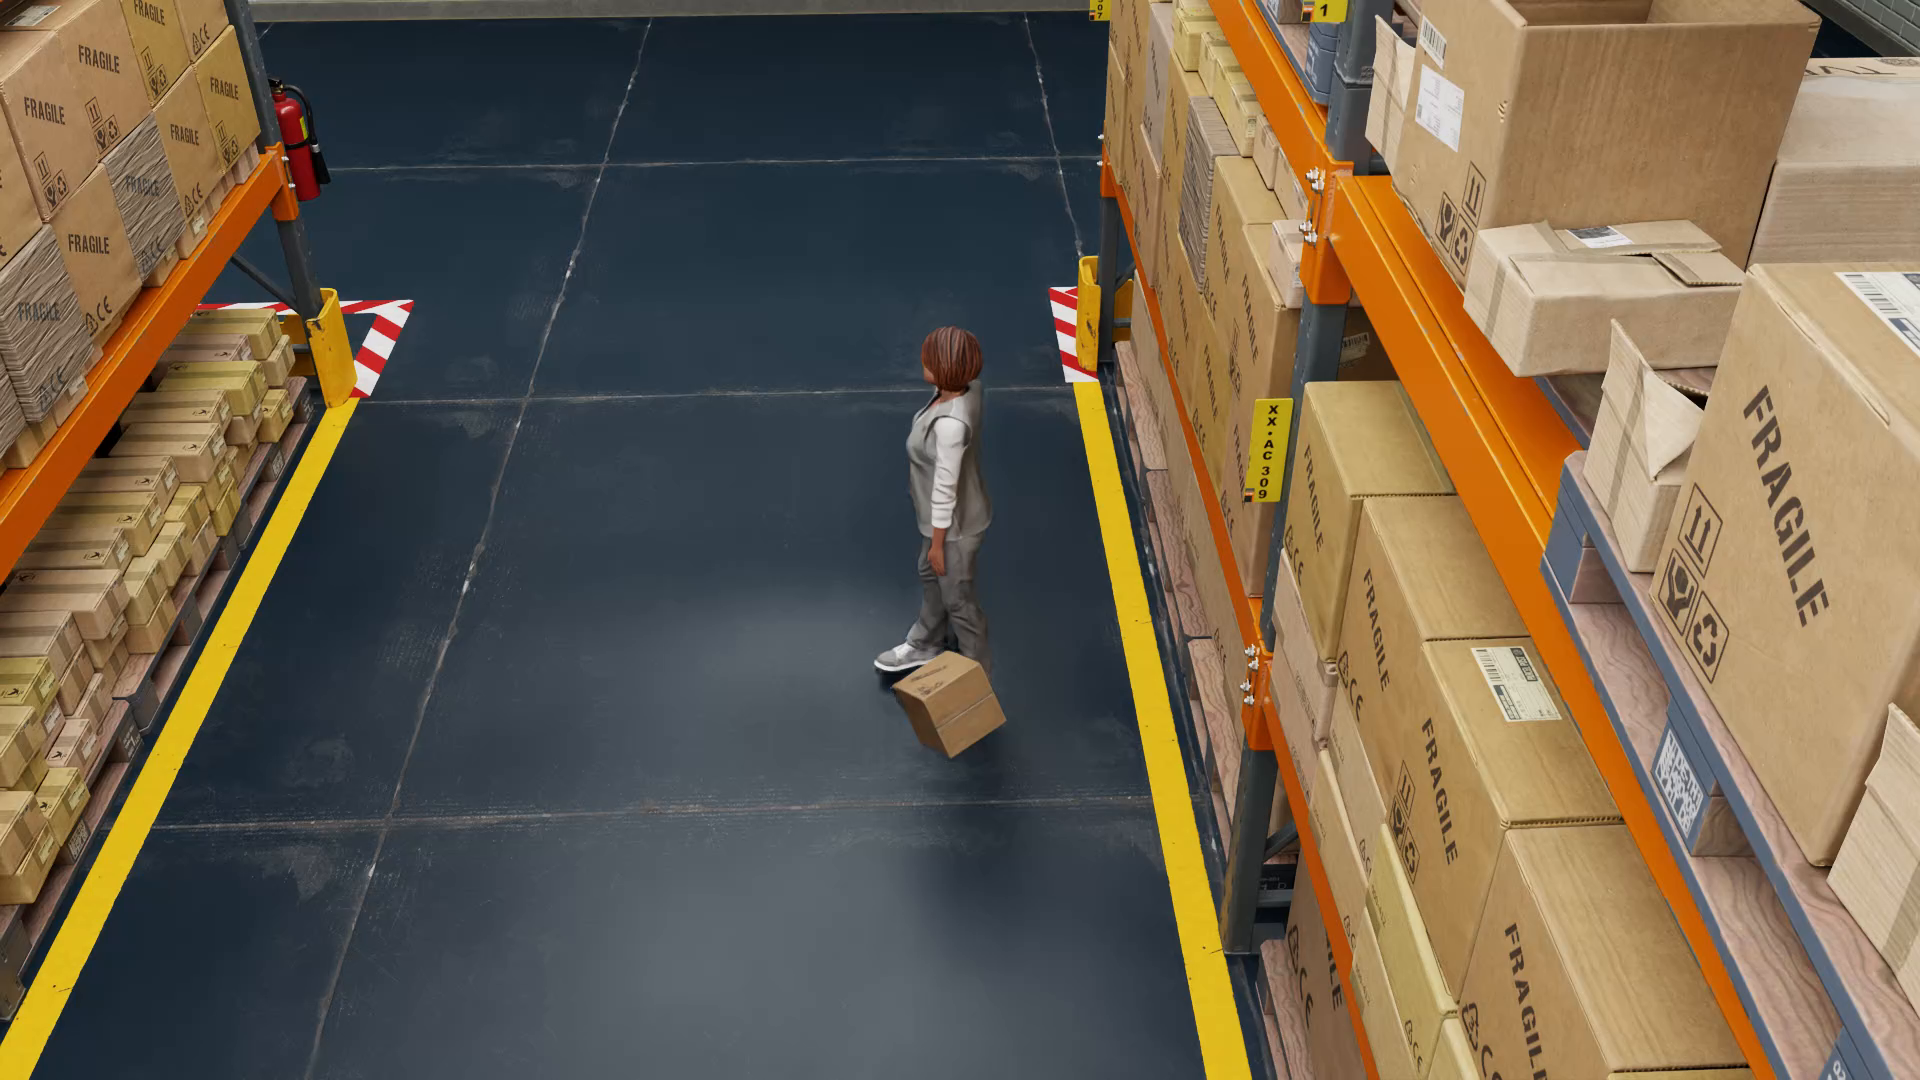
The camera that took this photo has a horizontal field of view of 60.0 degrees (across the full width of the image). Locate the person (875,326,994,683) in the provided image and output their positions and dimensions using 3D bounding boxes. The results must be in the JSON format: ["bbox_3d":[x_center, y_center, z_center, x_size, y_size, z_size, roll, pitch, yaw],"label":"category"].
[{"bbox_3d":[-0.104,-0.071,6.217,0.484,1.603,0.466,1,36,1],"label":"person"}]
